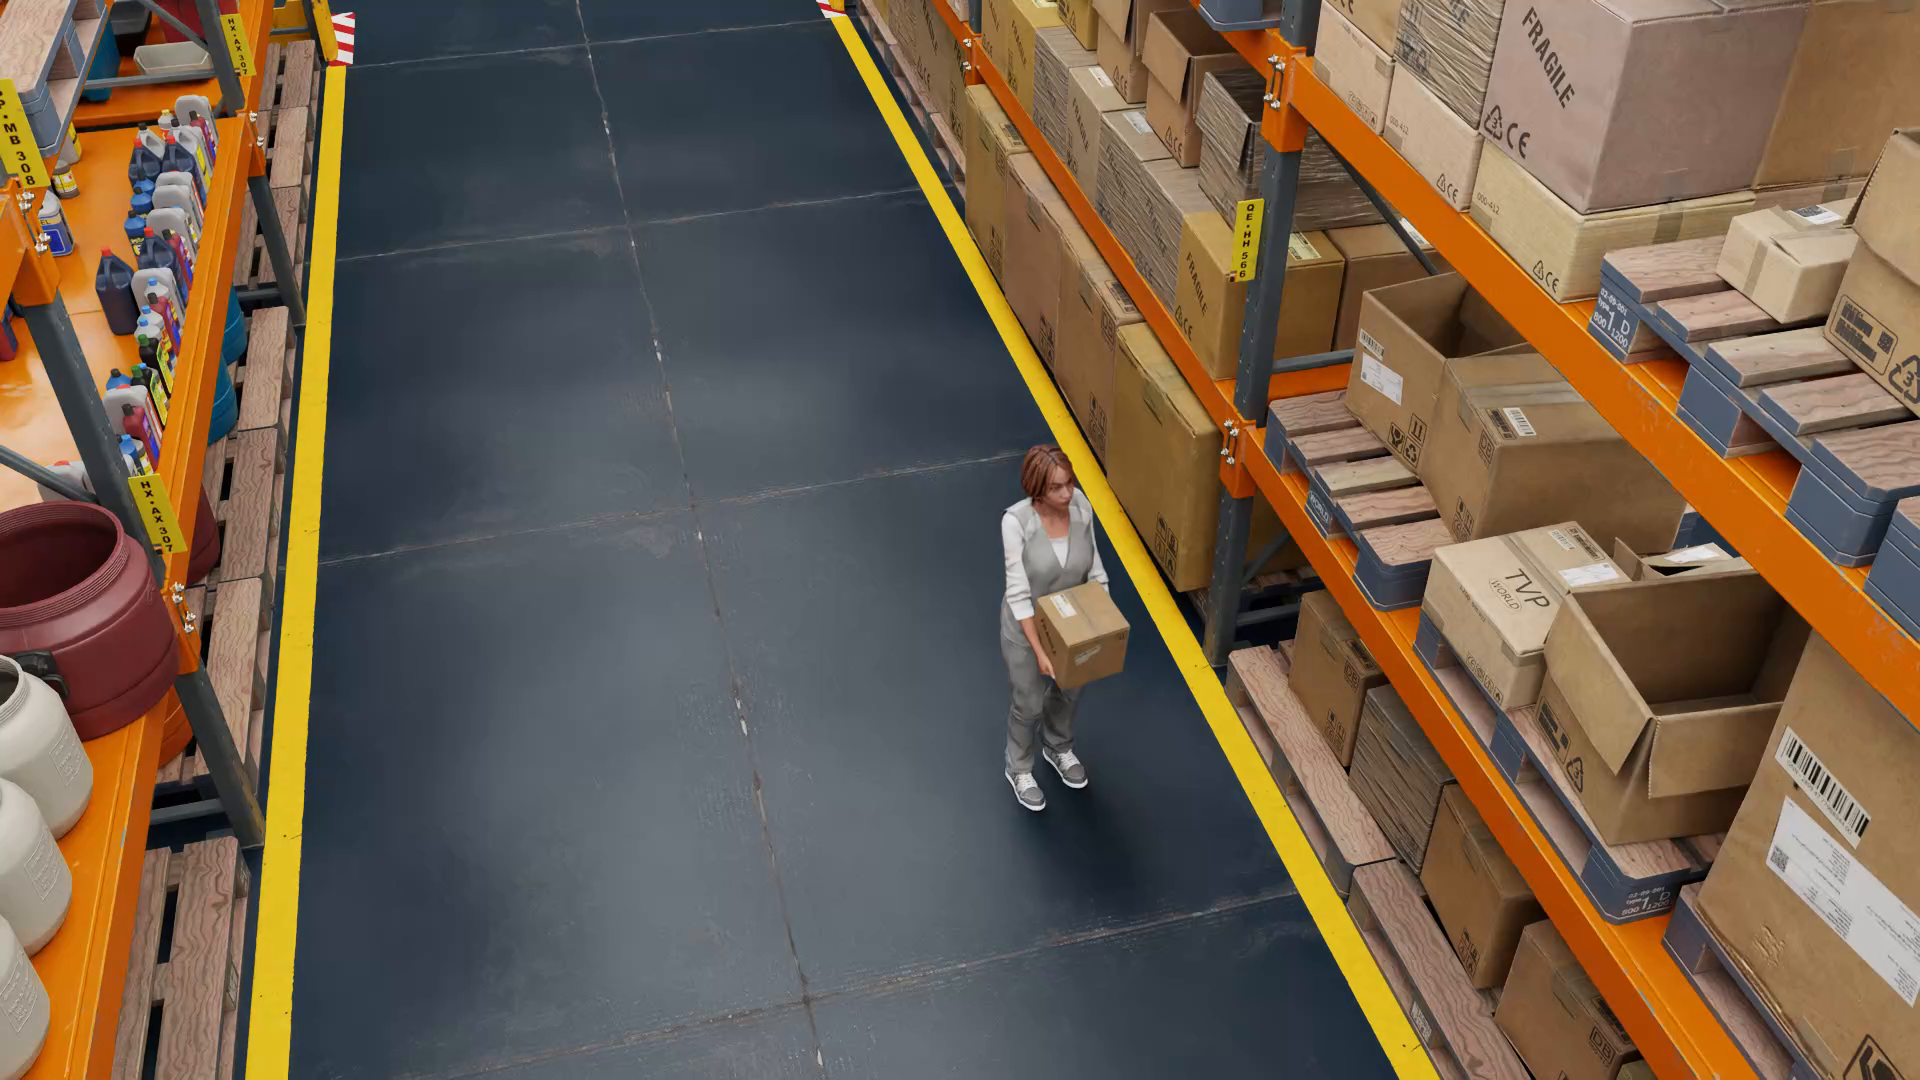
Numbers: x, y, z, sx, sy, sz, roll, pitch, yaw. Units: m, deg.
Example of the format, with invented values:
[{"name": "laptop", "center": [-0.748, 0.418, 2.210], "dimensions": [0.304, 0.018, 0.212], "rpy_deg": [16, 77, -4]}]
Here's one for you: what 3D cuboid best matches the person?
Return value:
[{"name": "person", "center": [0.360, 0.378, 6.254], "dimensions": [0.405, 1.592, 0.488], "rpy_deg": [-16, 41, -19]}]
